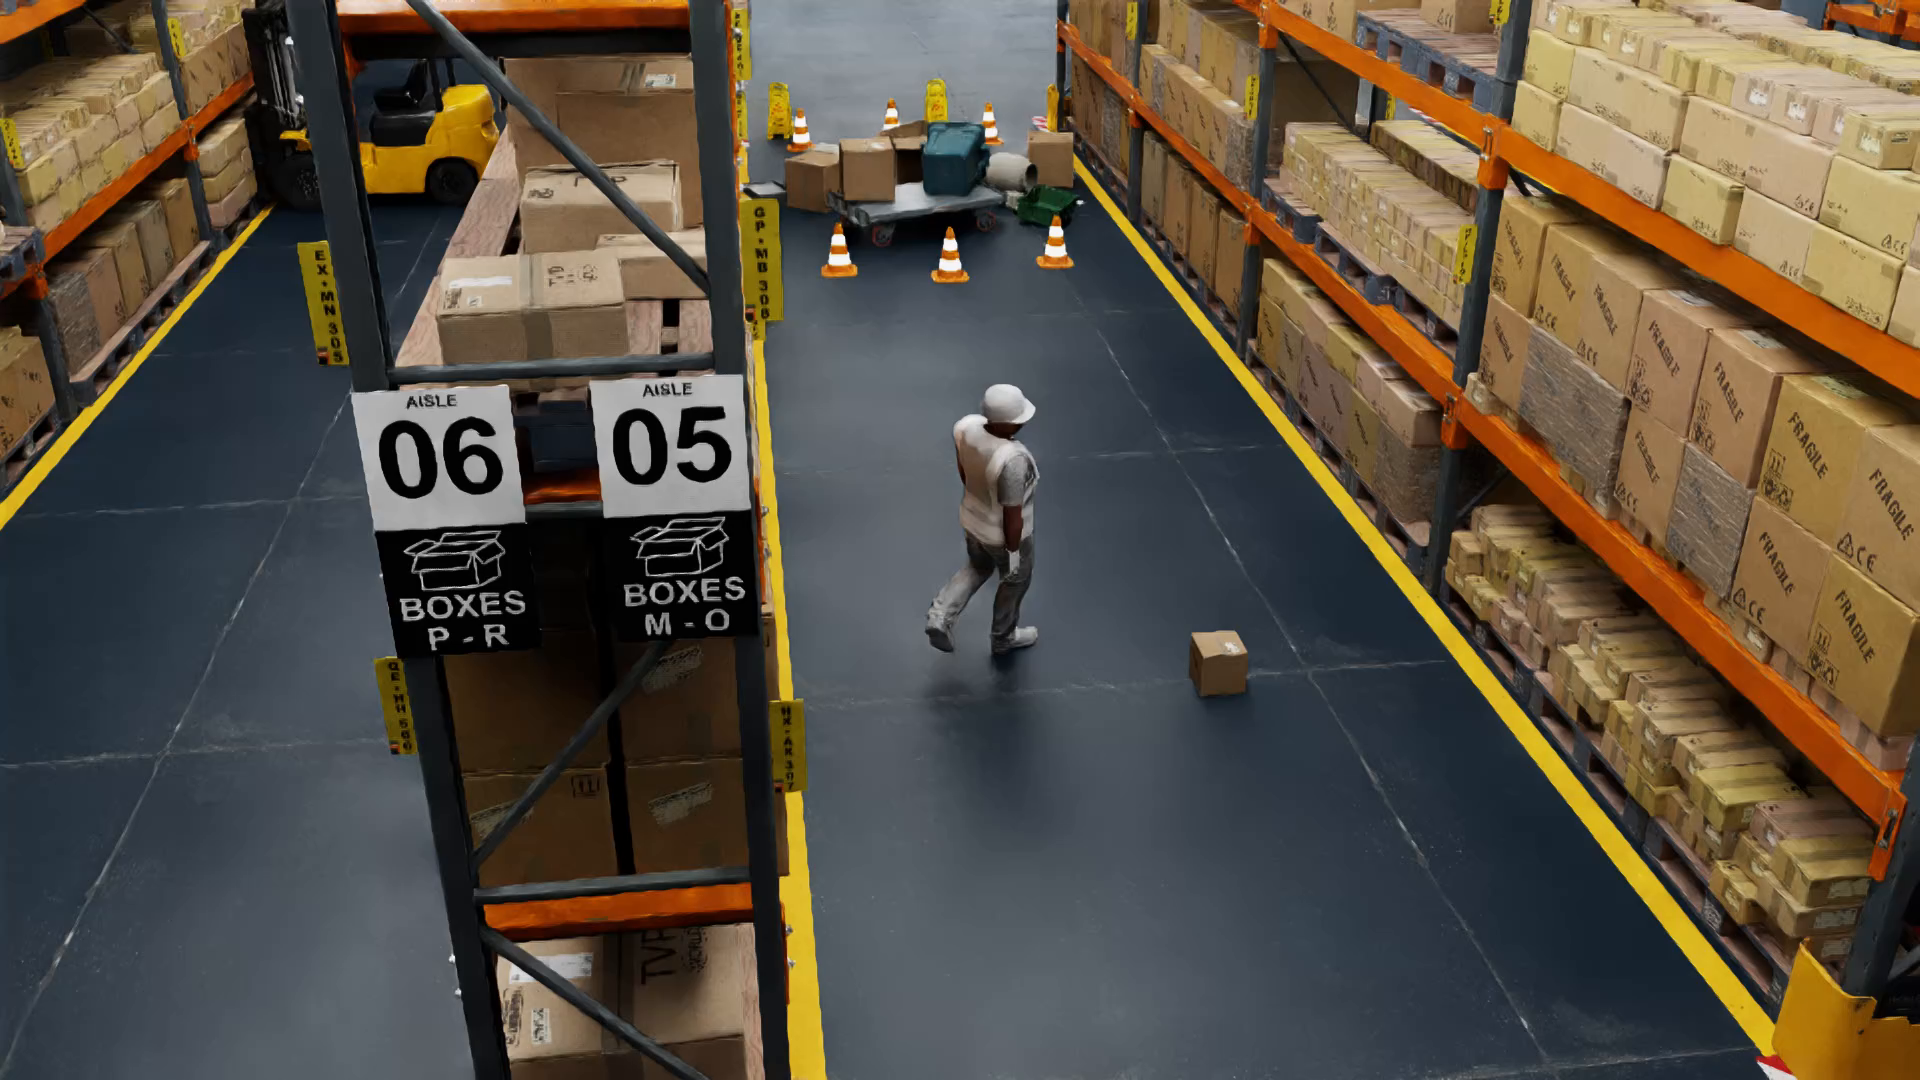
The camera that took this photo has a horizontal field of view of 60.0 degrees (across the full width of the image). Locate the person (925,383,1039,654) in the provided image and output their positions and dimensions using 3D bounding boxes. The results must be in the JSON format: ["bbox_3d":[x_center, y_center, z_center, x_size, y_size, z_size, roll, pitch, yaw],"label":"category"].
[{"bbox_3d":[0.194,-0.076,8.799,0.775,1.731,0.618,-18,32,-32],"label":"person"}]
